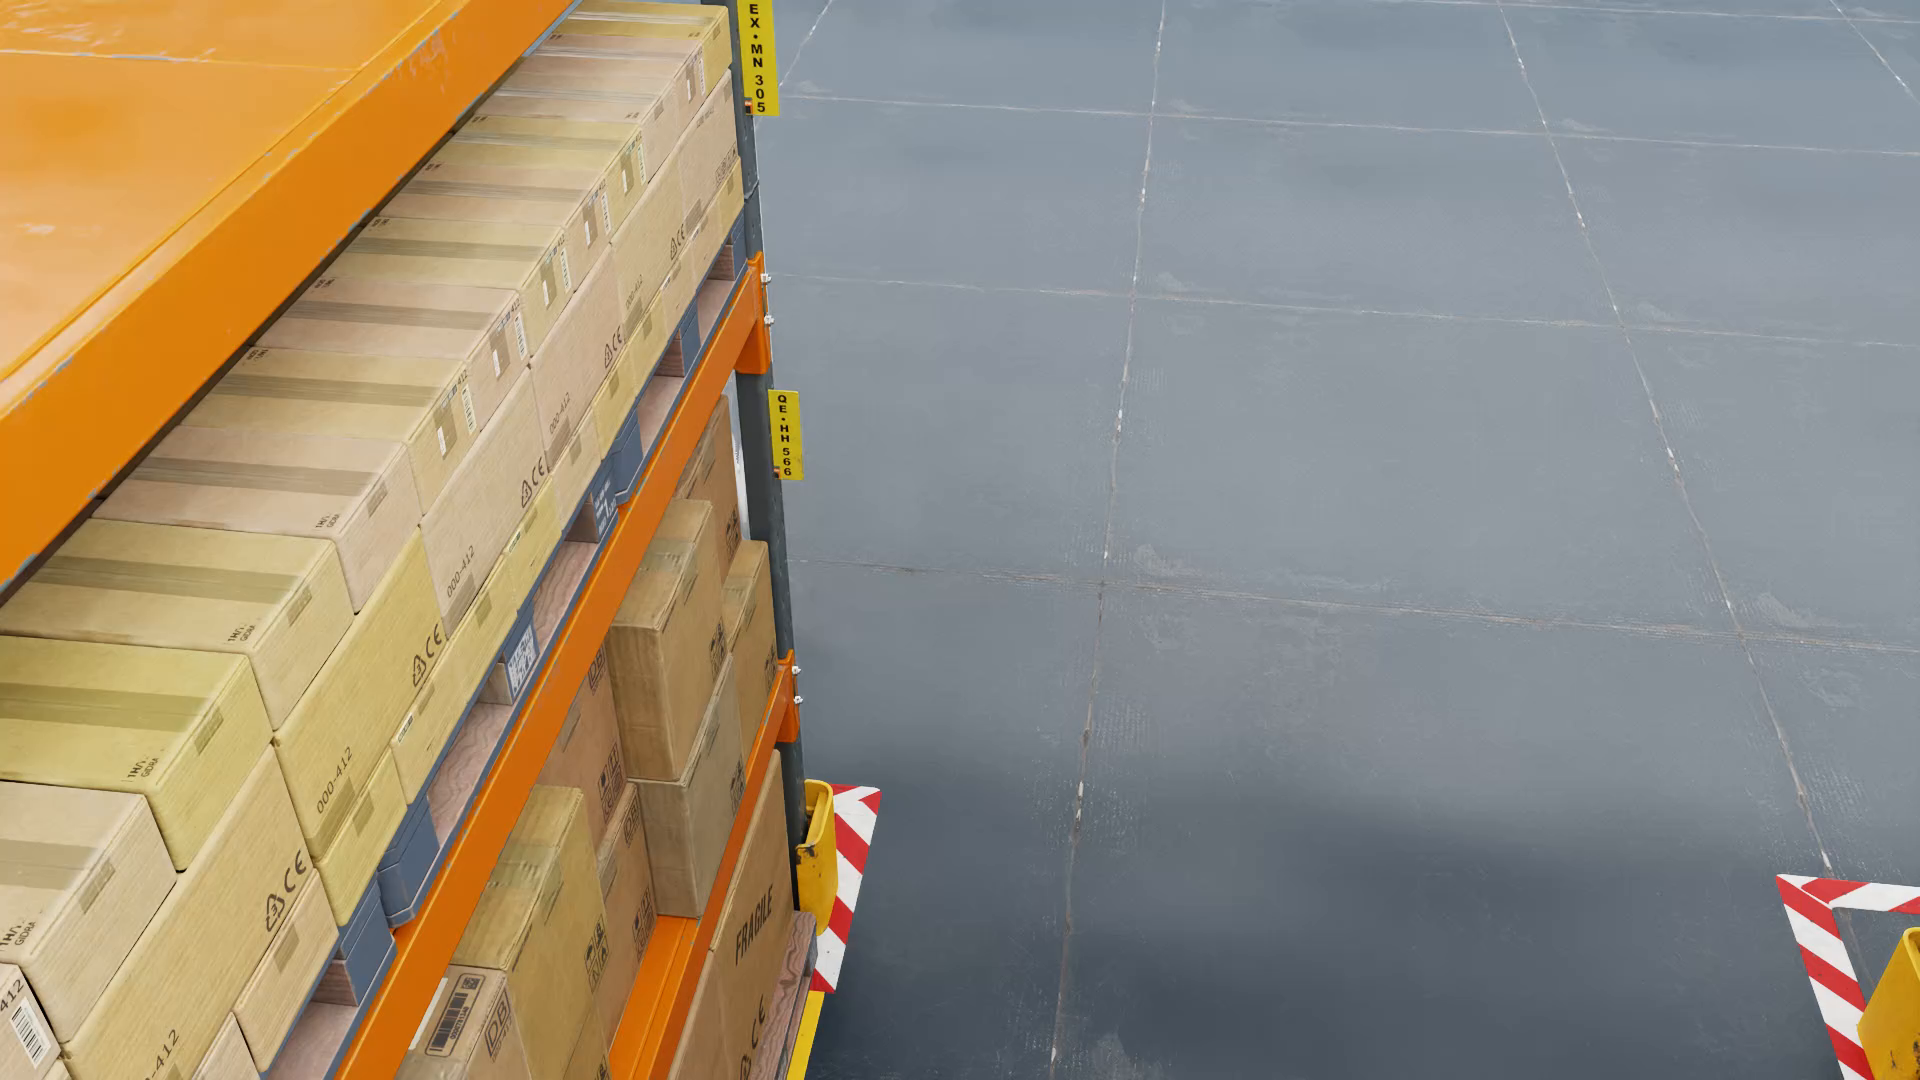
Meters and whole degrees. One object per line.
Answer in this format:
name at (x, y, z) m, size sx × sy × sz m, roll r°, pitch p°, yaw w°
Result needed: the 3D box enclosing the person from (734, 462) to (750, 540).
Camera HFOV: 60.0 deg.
person at (-1.305, -0.098, 7.585) m, size 0.796 × 1.180 × 0.522 m, roll 4°, pitch 37°, yaw 6°
